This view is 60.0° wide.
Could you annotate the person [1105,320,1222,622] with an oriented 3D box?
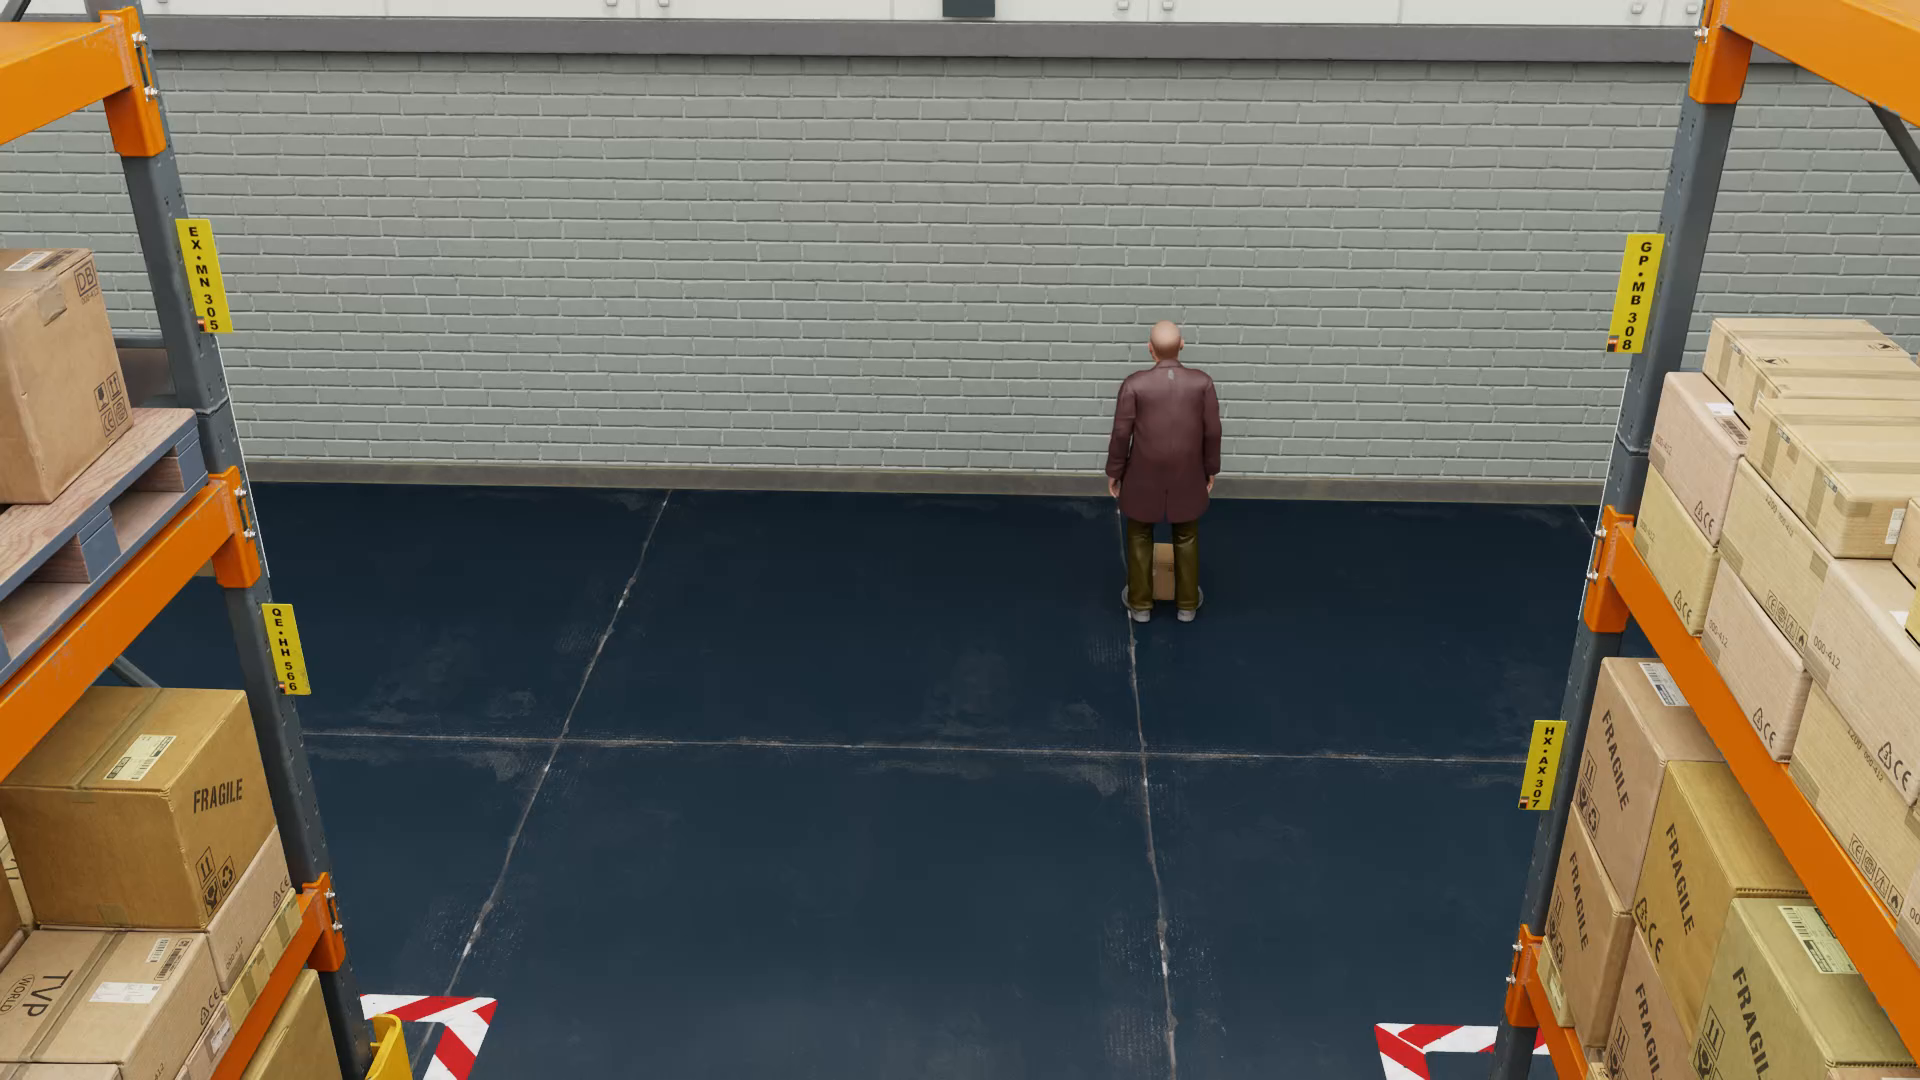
[{"bbox_3d":[1.138,-0.374,9.352,0.652,1.773,0.427,-1,28,-1],"label":"person"}]
